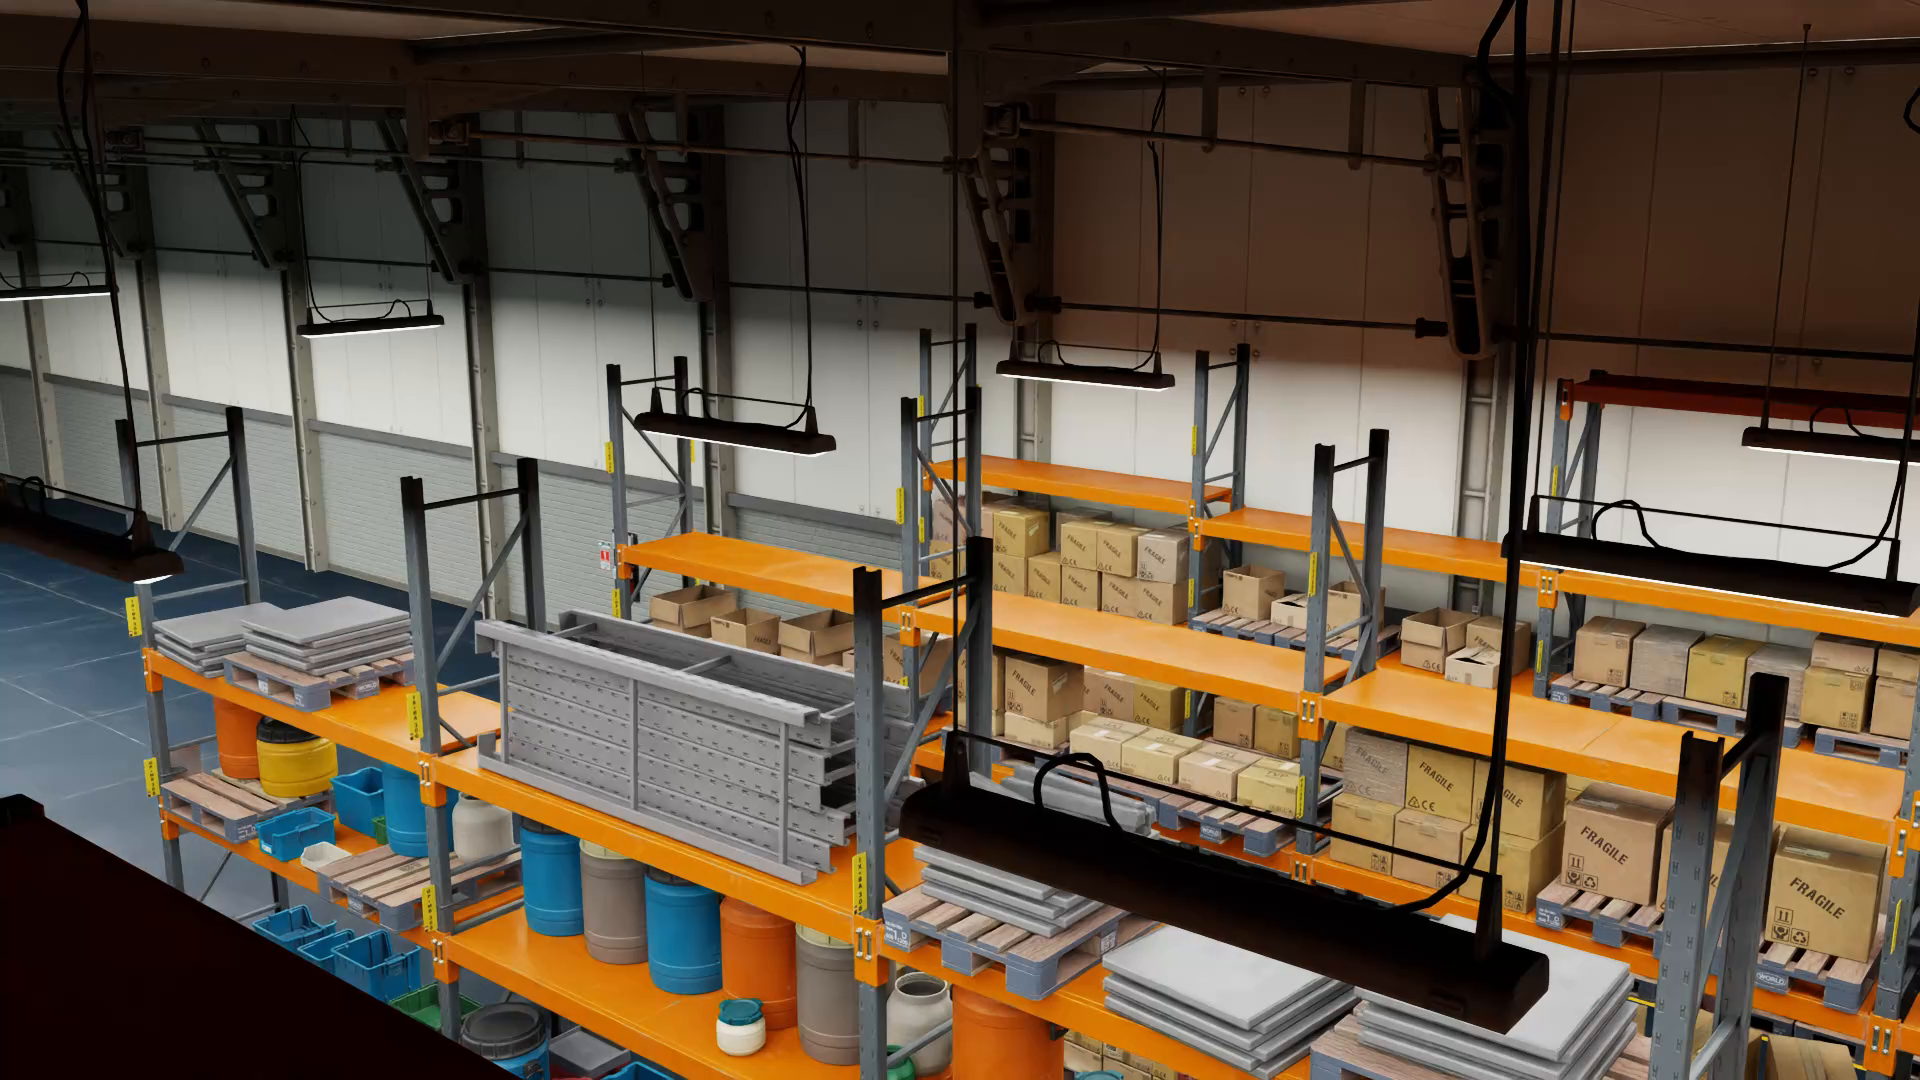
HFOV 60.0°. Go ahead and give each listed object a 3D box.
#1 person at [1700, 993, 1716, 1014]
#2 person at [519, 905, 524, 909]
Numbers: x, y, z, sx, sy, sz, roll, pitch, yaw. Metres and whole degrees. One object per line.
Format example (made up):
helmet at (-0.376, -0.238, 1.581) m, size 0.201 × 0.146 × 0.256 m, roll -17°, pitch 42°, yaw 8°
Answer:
person at (6.350, 4.189, 13.910) m, size 0.744 × 1.685 × 0.652 m, roll -12°, pitch 17°, yaw -42°
person at (-3.987, 3.771, 15.935) m, size 0.457 × 1.548 × 0.915 m, roll -5°, pitch 14°, yaw -20°
